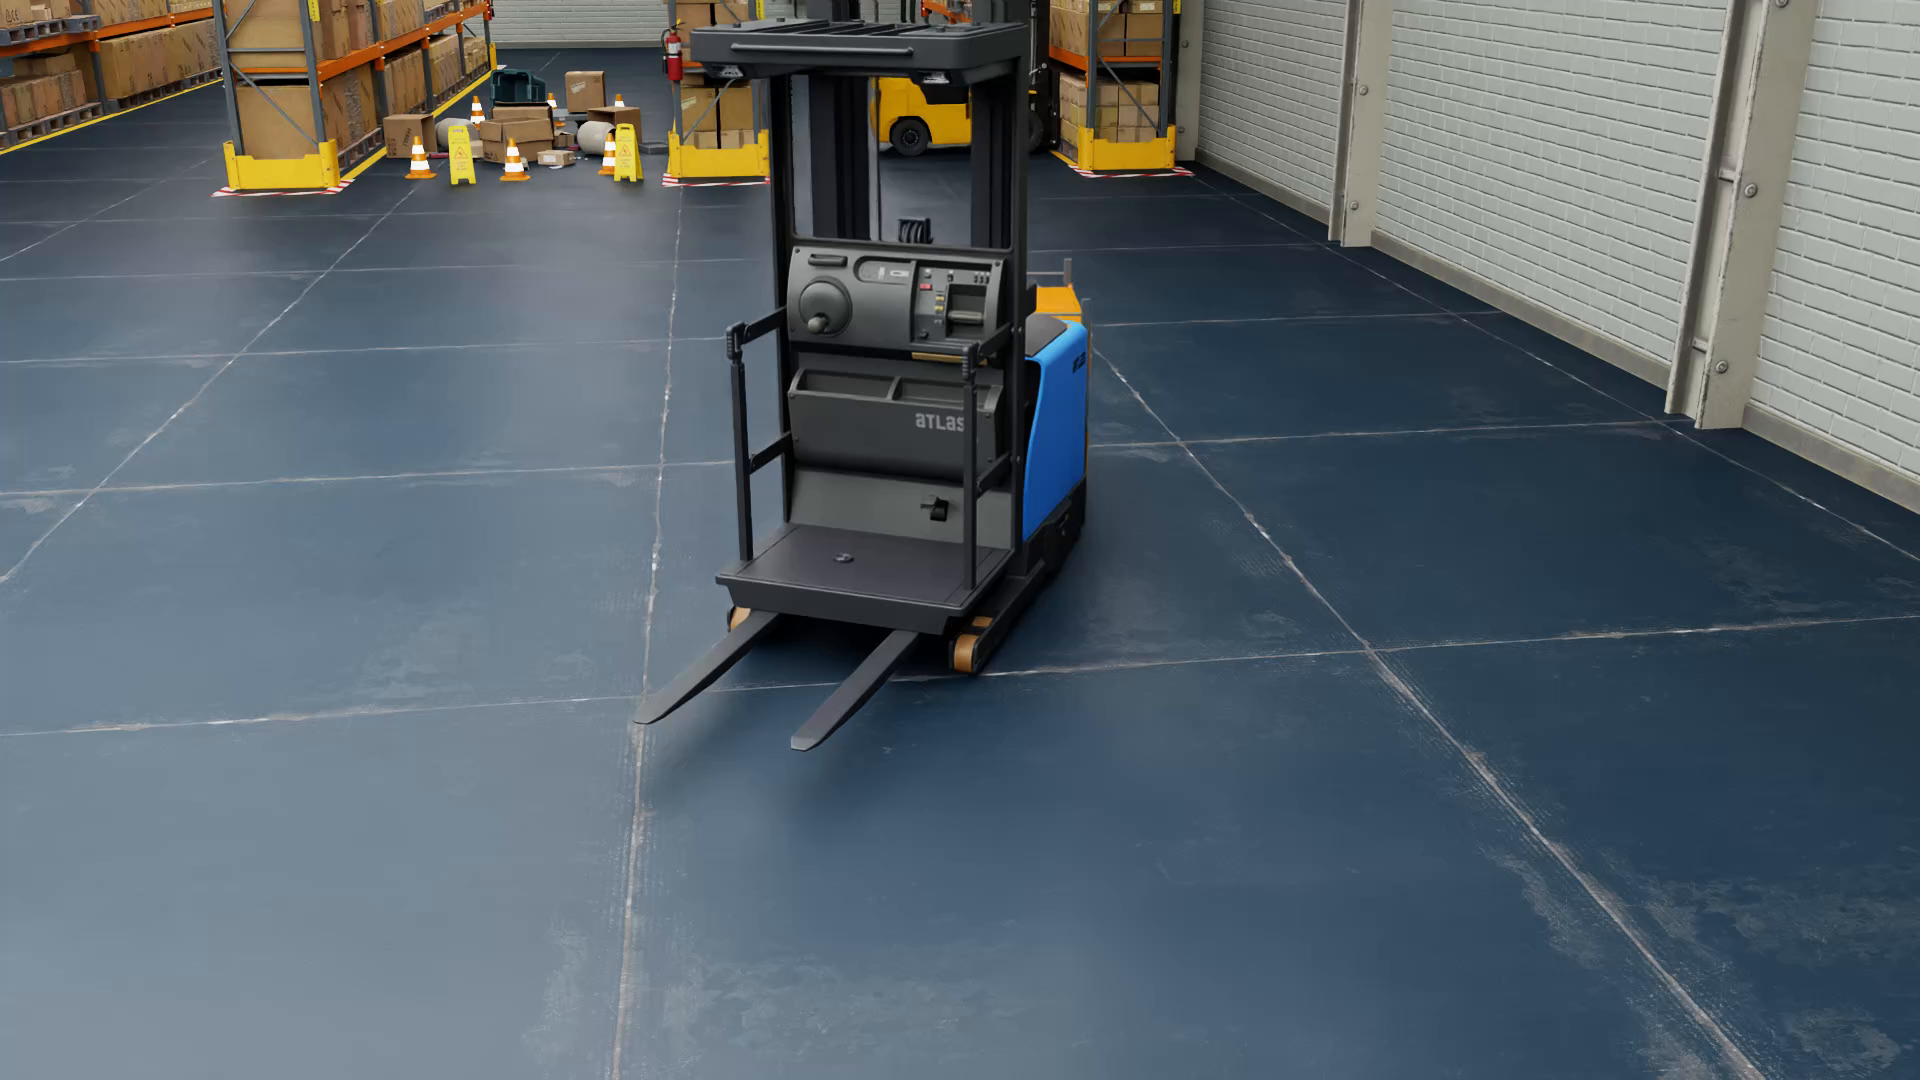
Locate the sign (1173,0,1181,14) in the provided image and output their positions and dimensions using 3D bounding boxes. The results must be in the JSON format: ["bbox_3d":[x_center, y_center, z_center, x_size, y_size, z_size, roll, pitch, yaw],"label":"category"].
[{"bbox_3d":[2.597,-6.485,19.941,0.100,0.325,0.005,-3,21,-8],"label":"sign"}]

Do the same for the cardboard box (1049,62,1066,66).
[{"bbox_3d":[1.230,-6.595,23.486,0.500,0.250,0.500,-3,21,-9],"label":"cardboard box"}]

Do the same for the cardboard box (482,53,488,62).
[{"bbox_3d":[-9.635,-9.625,33.174,0.380,0.149,0.250,-2,21,-6],"label":"cardboard box"}]

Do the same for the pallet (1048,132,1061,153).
[{"bbox_3d":[1.723,-5.394,22.356,1.003,0.211,1.213,-3,21,-8],"label":"pallet"}]

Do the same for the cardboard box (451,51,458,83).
[{"bbox_3d":[-9.048,-8.239,28.961,0.500,0.500,0.500,-3,21,-9],"label":"cardboard box"}]

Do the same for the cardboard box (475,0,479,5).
[{"bbox_3d":[-9.618,-10.542,32.513,0.380,0.149,0.250,-2,21,-6],"label":"cardboard box"}]

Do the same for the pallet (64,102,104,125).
[{"bbox_3d":[-13.713,-6.457,25.204,1.003,0.211,1.213,-3,21,-8],"label":"pallet"}]

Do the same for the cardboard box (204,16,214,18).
[{"bbox_3d":[-14.806,-9.788,32.572,0.875,0.875,0.875,-3,21,-8],"label":"cardboard box"}]

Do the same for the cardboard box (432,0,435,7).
[{"bbox_3d":[-8.959,-8.953,27.658,0.380,0.149,0.250,-3,21,-7],"label":"cardboard box"}]

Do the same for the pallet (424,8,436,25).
[{"bbox_3d":[-9.109,-8.401,26.696,1.213,0.211,1.003,-3,21,-8],"label":"pallet"}]

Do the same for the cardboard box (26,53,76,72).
[{"bbox_3d":[-13.698,-7.190,25.053,0.500,0.250,0.500,-2,21,-6],"label":"cardboard box"}]

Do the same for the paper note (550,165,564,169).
[{"bbox_3d":[-4.970,-4.600,20.490,0.148,0.019,0.142,-11,23,-26],"label":"paper note"}]

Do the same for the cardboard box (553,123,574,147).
[{"bbox_3d":[-5.447,-5.478,22.504,0.396,0.266,0.258,17,27,39],"label":"cardboard box"}]

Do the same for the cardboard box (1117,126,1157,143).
[{"bbox_3d":[2.170,-5.105,20.926,0.500,0.250,0.500,-3,21,-8],"label":"cardboard box"}]

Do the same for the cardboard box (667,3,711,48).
[{"bbox_3d":[-3.215,-6.125,19.759,0.500,0.500,0.500,-3,21,-9],"label":"cardboard box"}]

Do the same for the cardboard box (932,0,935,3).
[{"bbox_3d":[-0.347,-10.862,33.370,0.380,0.149,0.250,-4,21,-9],"label":"cardboard box"}]

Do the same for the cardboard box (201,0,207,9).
[{"bbox_3d":[-14.380,-10.051,31.198,0.380,0.149,0.250,-3,21,-7],"label":"cardboard box"}]

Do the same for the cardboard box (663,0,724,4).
[{"bbox_3d":[-3.154,-6.585,19.562,0.700,0.500,0.500,-3,21,-9],"label":"cardboard box"}]

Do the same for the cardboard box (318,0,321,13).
[{"bbox_3d":[-7.934,-6.372,19.232,0.875,0.550,0.550,-3,21,-8],"label":"cardboard box"}]

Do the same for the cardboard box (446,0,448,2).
[{"bbox_3d":[-9.187,-9.496,29.113,0.380,0.149,0.250,-3,21,-7],"label":"cardboard box"}]

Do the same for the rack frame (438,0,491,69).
[{"bbox_3d":[-10.055,-11.019,33.433,1.000,3.000,0.127,-3,21,-8],"label":"rack frame"}]

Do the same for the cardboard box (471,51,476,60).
[{"bbox_3d":[-9.436,-9.223,31.672,0.380,0.149,0.250,-3,21,-8],"label":"cardboard box"}]

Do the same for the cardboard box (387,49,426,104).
[{"bbox_3d":[-8.903,-7.177,25.760,1.050,0.750,0.750,-3,21,-8],"label":"cardboard box"}]

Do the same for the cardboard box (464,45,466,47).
[{"bbox_3d":[-9.449,-9.177,31.123,0.380,0.149,0.250,-3,21,-9],"label":"cardboard box"}]

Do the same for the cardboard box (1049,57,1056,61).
[{"bbox_3d":[1.169,-7.195,25.986,0.875,0.625,0.625,-4,21,-10],"label":"cardboard box"}]

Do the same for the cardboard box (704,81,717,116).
[{"bbox_3d":[-3.316,-5.469,20.830,0.500,0.500,0.500,-2,21,-6],"label":"cardboard box"}]

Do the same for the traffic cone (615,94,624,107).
[{"bbox_3d":[-5.005,-6.320,24.475,0.336,0.463,0.334,-3,21,-8],"label":"traffic cone"}]

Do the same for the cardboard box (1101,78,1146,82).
[{"bbox_3d":[2.089,-5.742,21.203,0.500,0.250,0.500,-3,21,-8],"label":"cardboard box"}]

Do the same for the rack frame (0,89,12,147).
[{"bbox_3d":[-13.247,-6.650,21.733,1.000,3.000,0.127,-3,21,-8],"label":"rack frame"}]

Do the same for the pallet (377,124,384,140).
[{"bbox_3d":[-8.510,-5.822,23.502,1.003,0.211,1.213,-3,21,-8],"label":"pallet"}]

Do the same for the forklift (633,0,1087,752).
[{"bbox_3d":[-0.342,-0.987,6.669,1.130,2.935,3.031,7,22,18],"label":"forklift"}]

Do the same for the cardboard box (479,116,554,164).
[{"bbox_3d":[-5.623,-5.075,21.086,0.637,0.503,0.797,17,27,39],"label":"cardboard box"}]

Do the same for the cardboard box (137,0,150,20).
[{"bbox_3d":[-13.916,-8.966,27.791,0.500,0.500,0.500,-3,21,-8],"label":"cardboard box"}]

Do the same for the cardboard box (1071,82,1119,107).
[{"bbox_3d":[1.672,-5.537,20.654,0.500,0.250,0.500,-2,21,-6],"label":"cardboard box"}]

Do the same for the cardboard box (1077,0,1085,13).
[{"bbox_3d":[1.653,-6.560,20.422,0.380,0.149,0.250,-3,21,-7],"label":"cardboard box"}]

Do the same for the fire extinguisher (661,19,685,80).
[{"bbox_3d":[-3.304,-5.665,19.208,0.296,0.674,0.183,-3,21,-8],"label":"fire extinguisher"}]

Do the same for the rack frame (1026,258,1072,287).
[{"bbox_3d":[0.365,-1.014,9.323,0.500,1.125,0.032,-1,20,-1],"label":"rack frame"}]

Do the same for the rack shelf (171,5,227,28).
[{"bbox_3d":[-14.689,-9.775,31.129,1.077,0.370,4.000,-3,21,-8],"label":"rack shelf"}]

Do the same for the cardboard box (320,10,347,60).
[{"bbox_3d":[-7.904,-6.066,19.955,0.875,0.550,0.550,-3,21,-8],"label":"cardboard box"}]

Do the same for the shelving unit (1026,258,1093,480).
[{"bbox_3d":[0.379,-0.836,8.847,0.538,1.125,1.048,-1,20,-1],"label":"shelving unit"}]

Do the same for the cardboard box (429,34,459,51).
[{"bbox_3d":[-9.120,-8.766,29.301,0.500,0.250,0.500,-3,21,-9],"label":"cardboard box"}]

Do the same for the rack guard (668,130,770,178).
[{"bbox_3d":[-2.875,-4.620,19.871,1.175,0.500,0.348,-3,21,-8],"label":"rack guard"}]

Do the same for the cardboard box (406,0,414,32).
[{"bbox_3d":[-8.428,-7.808,24.692,0.500,0.500,0.500,-3,21,-9],"label":"cardboard box"}]

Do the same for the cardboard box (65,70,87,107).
[{"bbox_3d":[-13.708,-6.839,25.183,0.700,0.500,0.500,-4,21,-11],"label":"cardboard box"}]

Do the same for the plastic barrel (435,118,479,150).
[{"bbox_3d":[-6.643,-5.342,21.915,0.512,0.421,0.421,12,24,30],"label":"plastic barrel"}]

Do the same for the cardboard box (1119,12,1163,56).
[{"bbox_3d":[2.250,-6.248,20.516,0.500,0.500,0.500,-2,21,-6],"label":"cardboard box"}]

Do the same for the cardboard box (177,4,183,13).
[{"bbox_3d":[-14.152,-9.512,29.755,0.380,0.149,0.250,-4,21,-10],"label":"cardboard box"}]

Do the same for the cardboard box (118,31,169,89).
[{"bbox_3d":[-14.159,-8.091,28.028,1.225,0.875,0.875,-4,21,-10],"label":"cardboard box"}]

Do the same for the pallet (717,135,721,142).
[{"bbox_3d":[-3.130,-5.189,21.807,1.003,0.211,1.213,-3,21,-8],"label":"pallet"}]

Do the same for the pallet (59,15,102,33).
[{"bbox_3d":[-13.616,-7.703,24.828,1.213,0.211,1.003,-3,21,-8],"label":"pallet"}]

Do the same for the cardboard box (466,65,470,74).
[{"bbox_3d":[-9.212,-8.638,30.531,0.380,0.149,0.250,-4,21,-10],"label":"cardboard box"}]
